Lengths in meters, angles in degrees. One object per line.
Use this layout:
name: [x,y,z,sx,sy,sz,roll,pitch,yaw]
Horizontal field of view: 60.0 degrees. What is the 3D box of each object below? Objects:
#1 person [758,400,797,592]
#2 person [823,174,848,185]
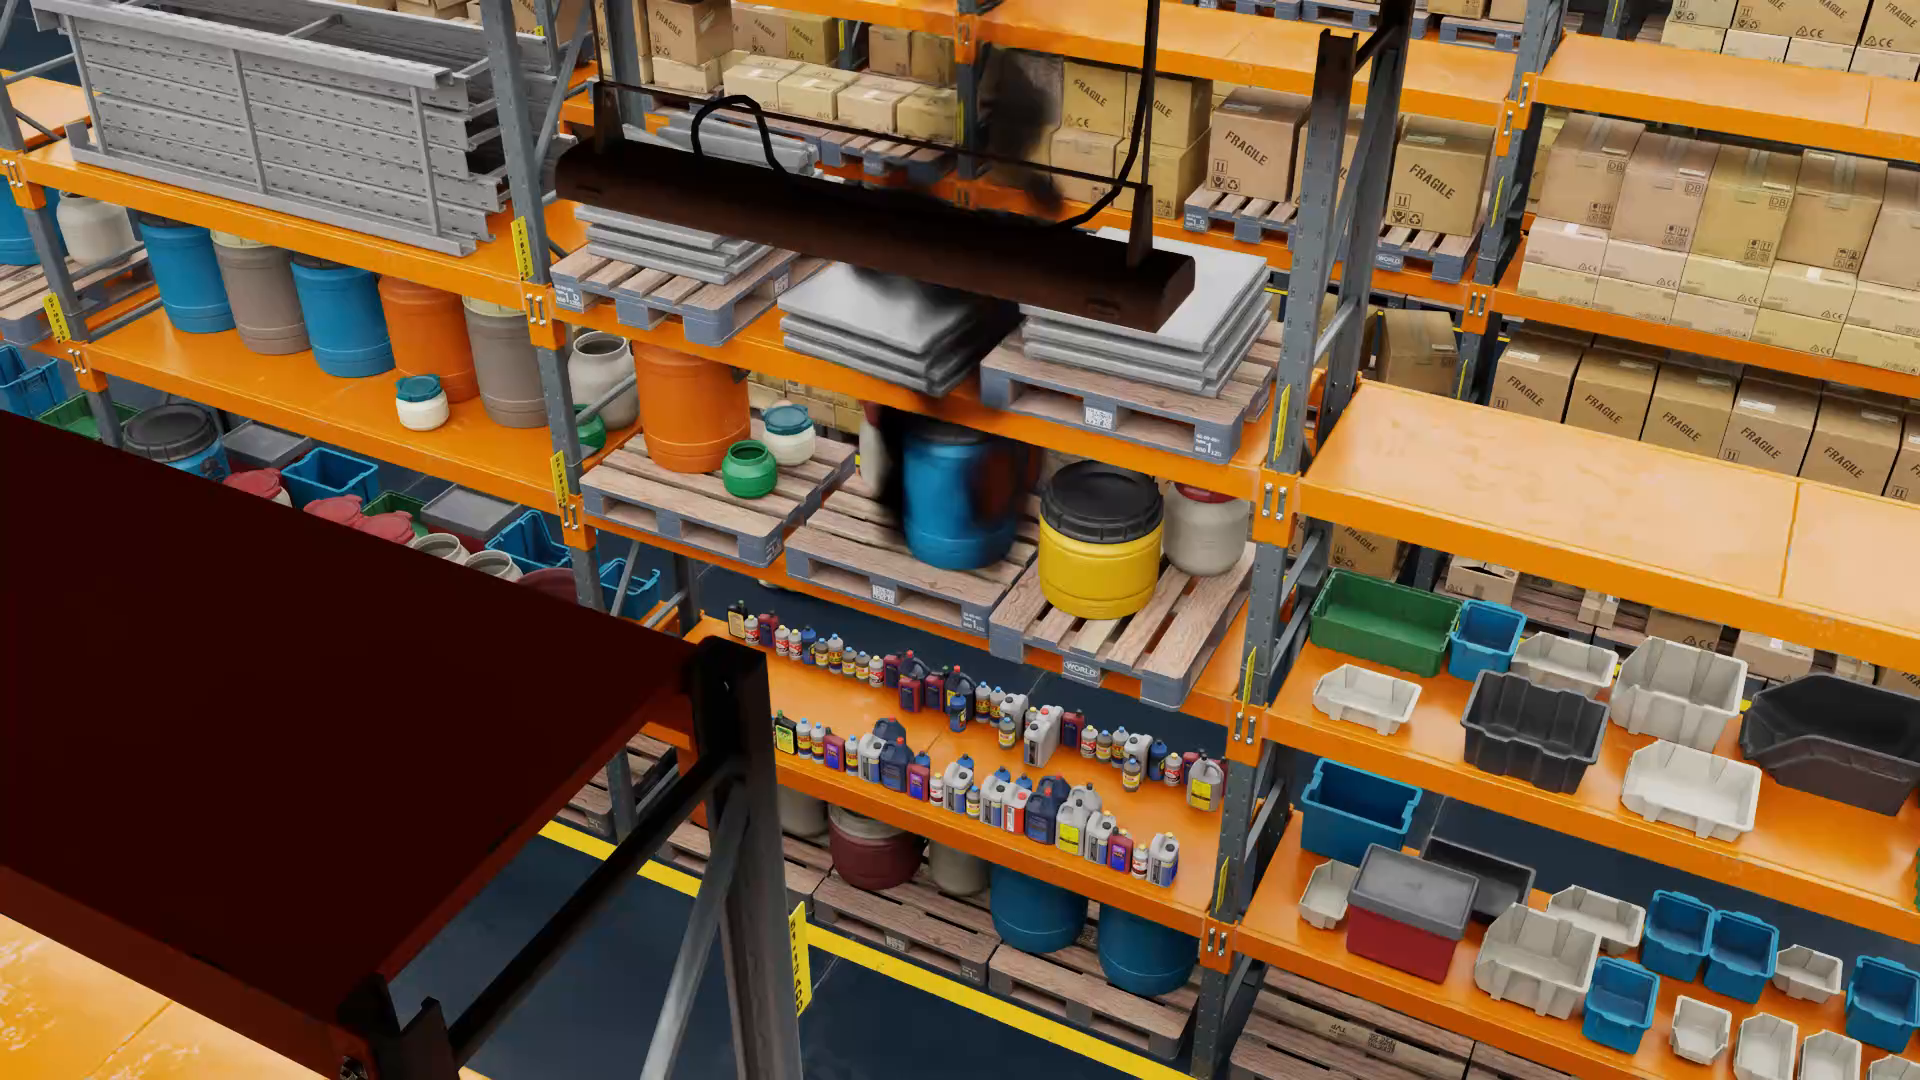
person: [-1.271,-0.312,12.800,0.751,1.736,0.709,6,36,9]
person: [-1.405,-3.244,17.098,0.643,1.649,0.603,11,37,15]
